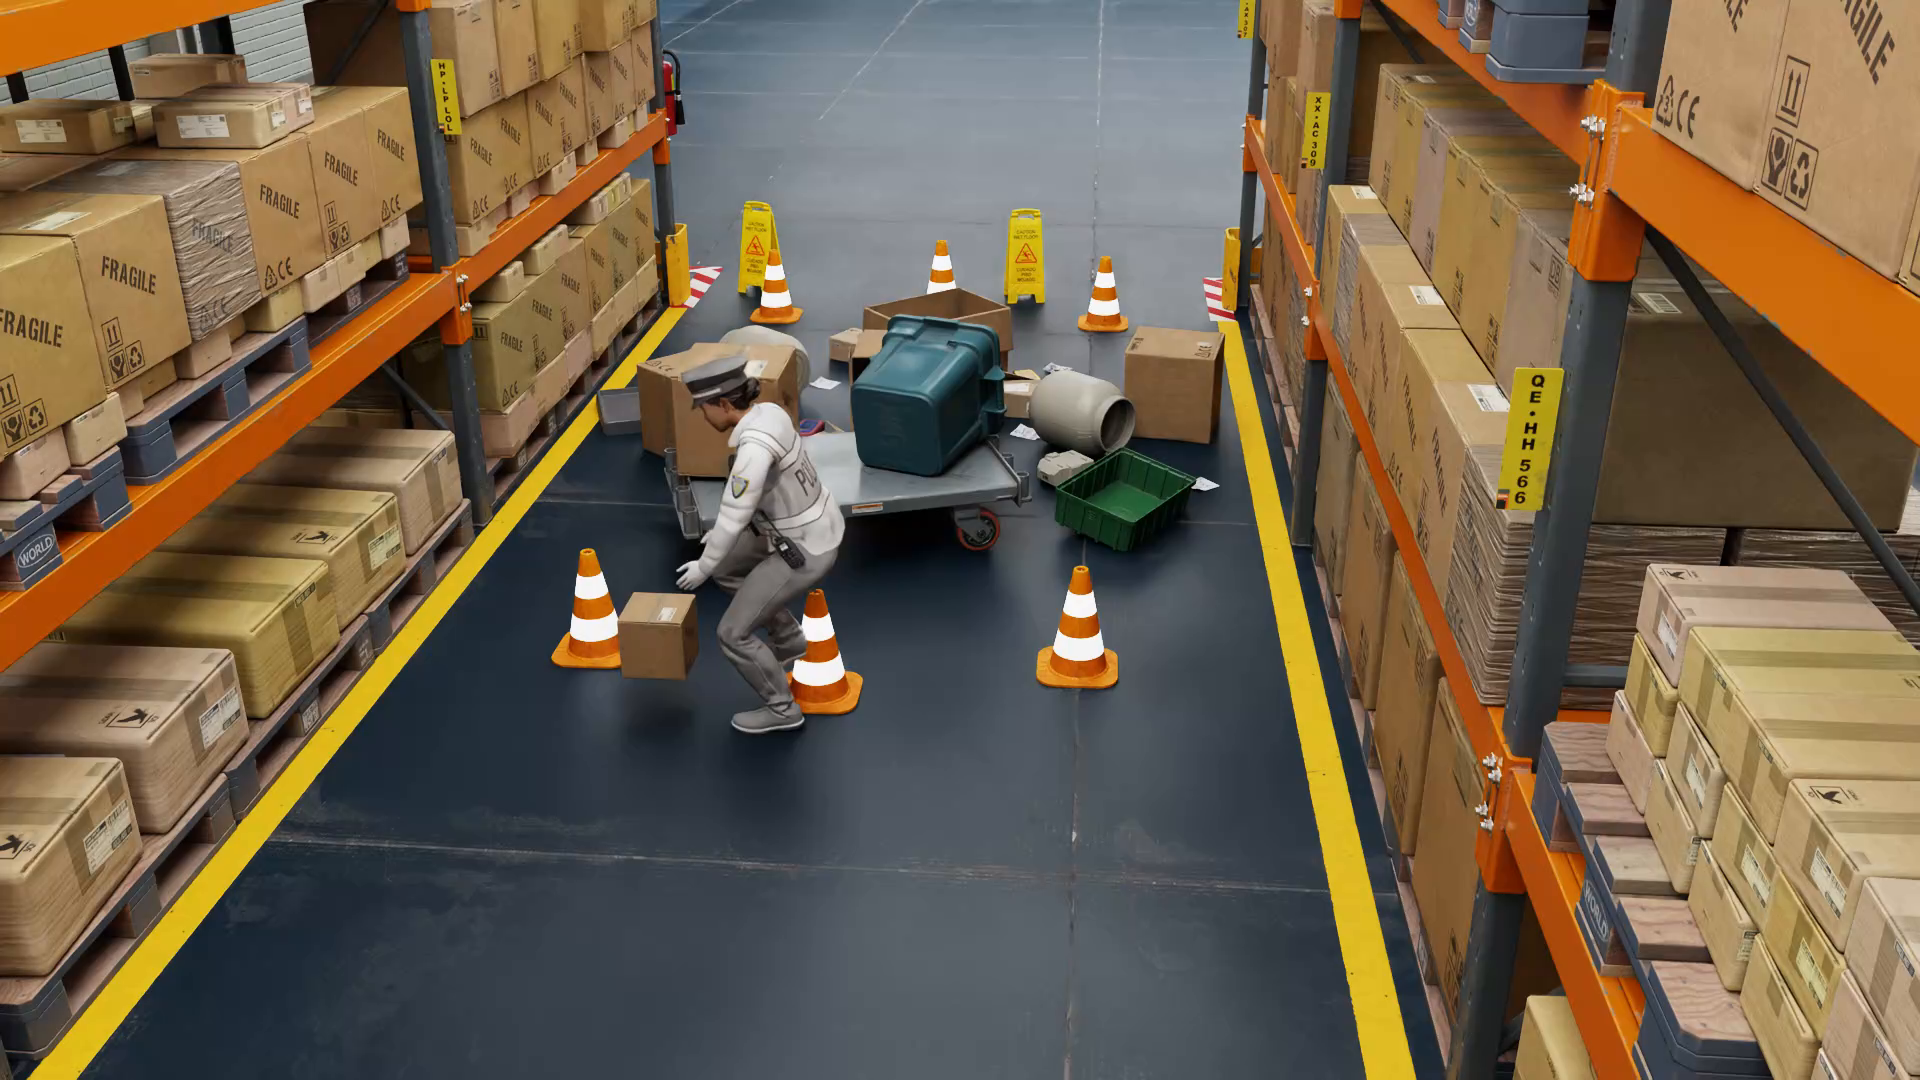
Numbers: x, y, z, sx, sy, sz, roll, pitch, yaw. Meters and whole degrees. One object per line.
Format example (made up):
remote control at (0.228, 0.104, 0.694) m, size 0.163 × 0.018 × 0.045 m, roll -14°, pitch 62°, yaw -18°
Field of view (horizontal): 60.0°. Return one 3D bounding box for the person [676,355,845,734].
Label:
person at (-0.743, 0.026, 6.272) m, size 0.609 × 1.484 × 0.533 m, roll 2°, pitch 25°, yaw 4°
